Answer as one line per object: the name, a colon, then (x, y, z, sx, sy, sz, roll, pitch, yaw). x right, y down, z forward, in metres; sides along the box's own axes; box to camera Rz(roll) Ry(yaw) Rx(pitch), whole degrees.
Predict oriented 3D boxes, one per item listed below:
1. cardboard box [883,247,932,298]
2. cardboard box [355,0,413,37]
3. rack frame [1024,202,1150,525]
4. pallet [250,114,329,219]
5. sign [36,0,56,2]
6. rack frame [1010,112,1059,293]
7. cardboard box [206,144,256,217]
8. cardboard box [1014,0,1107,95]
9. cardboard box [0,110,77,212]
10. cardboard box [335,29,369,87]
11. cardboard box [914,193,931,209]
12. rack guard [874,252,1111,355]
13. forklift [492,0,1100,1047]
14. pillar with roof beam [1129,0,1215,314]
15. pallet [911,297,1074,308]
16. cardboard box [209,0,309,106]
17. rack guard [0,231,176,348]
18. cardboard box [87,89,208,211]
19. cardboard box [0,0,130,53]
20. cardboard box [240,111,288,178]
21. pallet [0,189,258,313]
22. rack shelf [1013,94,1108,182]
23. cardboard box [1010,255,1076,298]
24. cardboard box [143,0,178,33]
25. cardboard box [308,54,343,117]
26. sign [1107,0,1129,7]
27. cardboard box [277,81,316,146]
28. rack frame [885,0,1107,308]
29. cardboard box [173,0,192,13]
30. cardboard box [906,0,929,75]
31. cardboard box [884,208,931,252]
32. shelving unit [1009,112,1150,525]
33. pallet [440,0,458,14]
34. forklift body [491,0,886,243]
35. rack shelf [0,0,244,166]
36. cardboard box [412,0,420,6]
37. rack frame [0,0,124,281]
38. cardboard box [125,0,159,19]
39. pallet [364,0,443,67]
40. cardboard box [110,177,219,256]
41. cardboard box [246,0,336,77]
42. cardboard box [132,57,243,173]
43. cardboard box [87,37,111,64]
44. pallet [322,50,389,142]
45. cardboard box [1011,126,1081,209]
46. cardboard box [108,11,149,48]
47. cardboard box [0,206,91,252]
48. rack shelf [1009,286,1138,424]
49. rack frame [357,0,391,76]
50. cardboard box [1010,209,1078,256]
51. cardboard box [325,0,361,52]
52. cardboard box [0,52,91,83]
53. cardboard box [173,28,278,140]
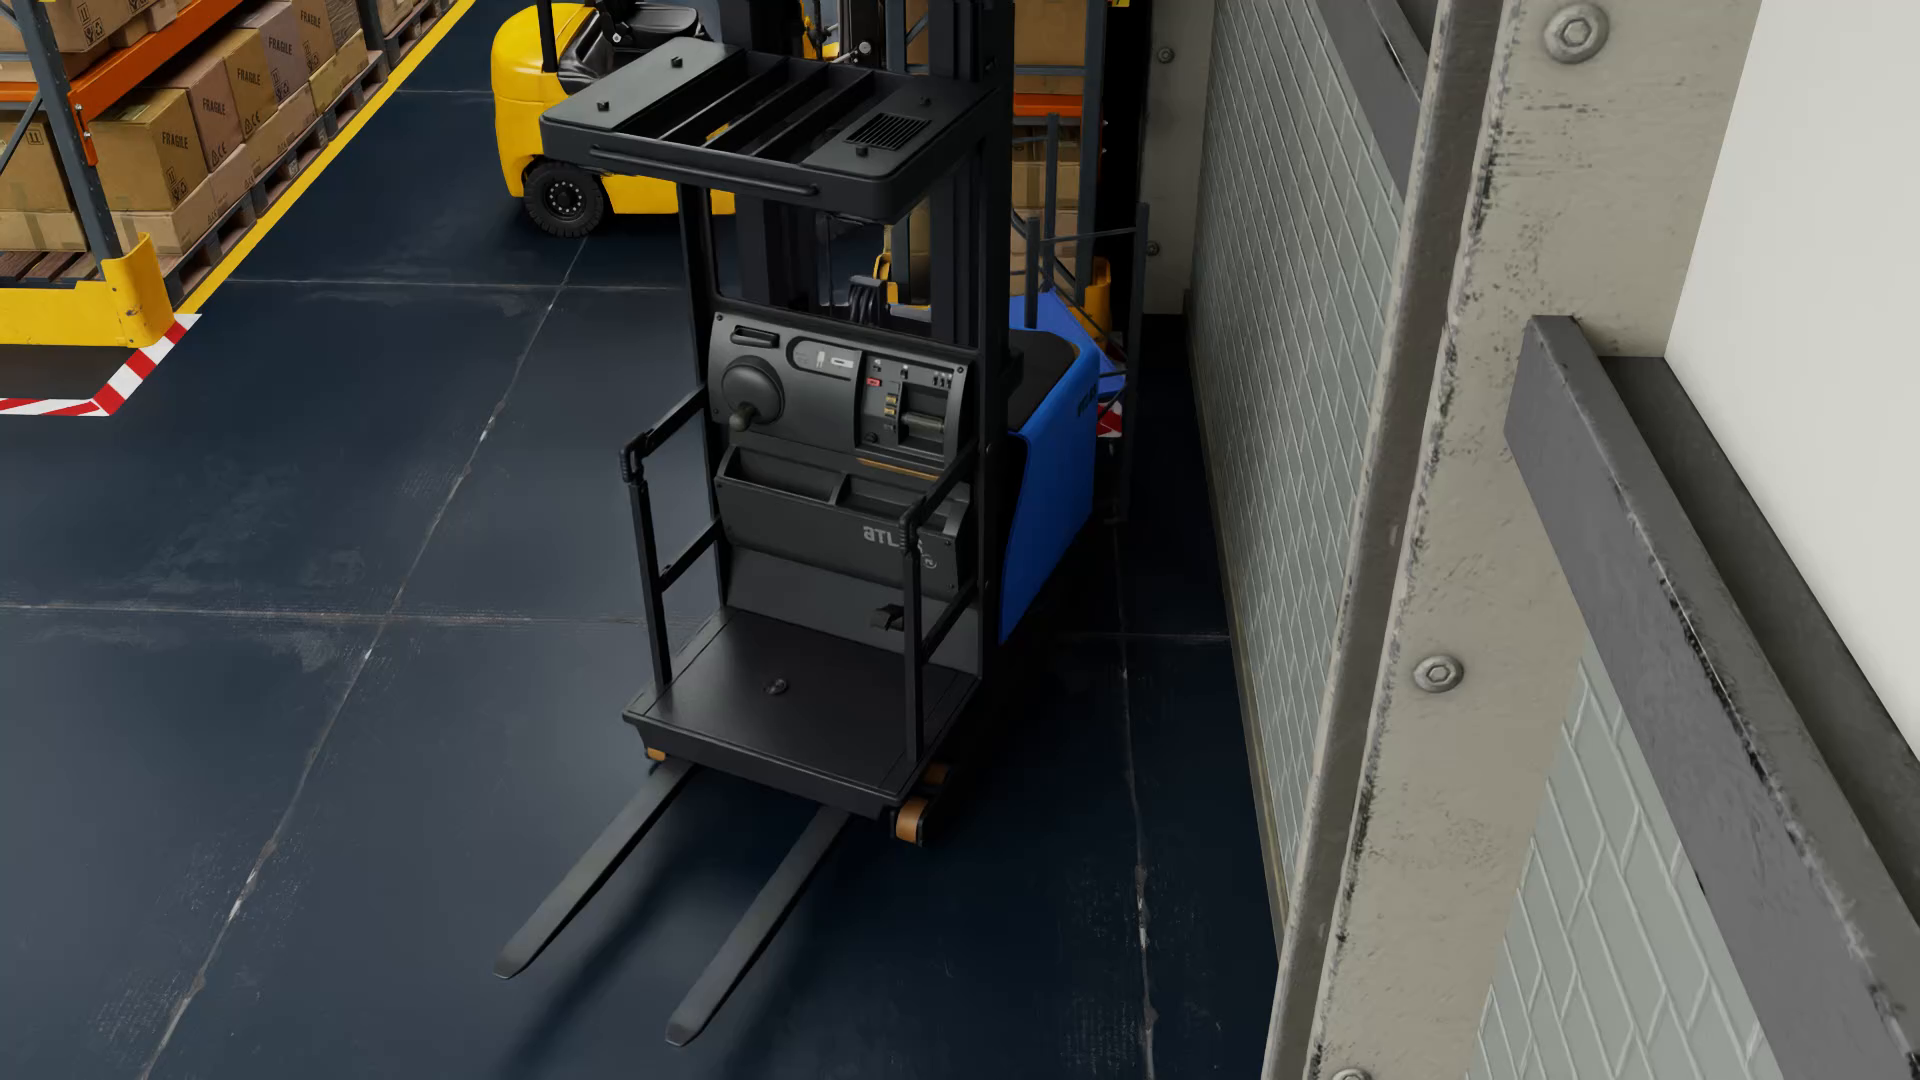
cardboard box: (-0.134, -1.509, 8.814, 0.500, 0.250, 0.500, 2, 35, 2)
cardboard box: (-4.618, -3.993, 12.244, 0.950, 0.372, 0.625, 2, 35, 2)
rack frame: (0.500, -0.664, 6.891, 0.500, 1.500, 0.032, -10, 36, -14)
pallet: (-4.674, -2.365, 10.431, 1.003, 0.211, 1.213, 1, 35, 2)
sign: (-4.255, -2.639, 7.643, 0.100, 0.325, 0.005, 1, 35, 2)
rack frame: (0.192, -1.221, 7.683, 0.500, 1.500, 0.032, -10, 36, -14)
cardboard box: (-4.460, -2.094, 9.647, 0.500, 0.250, 0.500, 3, 35, 4)
cardboard box: (0.460, -2.504, 8.117, 0.500, 0.500, 0.500, 2, 35, 3)
cardboard box: (-5.025, -2.117, 9.028, 0.500, 0.500, 0.500, 2, 35, 2)
cardboard box: (-4.392, -3.296, 11.358, 0.500, 0.250, 0.500, 3, 35, 4)
cardboard box: (-0.130, -1.912, 8.519, 0.500, 0.250, 0.500, 2, 35, 3)
rack guard: (0.162, -1.148, 8.449, 1.175, 0.500, 0.348, 1, 35, 2)
forklift: (-0.495, -0.432, 5.315, 1.130, 2.935, 3.031, 14, 38, 19)
pillar with roof beam: (-3.210, -5.118, 6.706, 9.100, 9.000, 0.400, 1, 35, 2)
pallet: (0.152, -1.484, 9.178, 1.003, 0.211, 1.213, 1, 35, 2)
cardboard box: (-4.430, -3.017, 10.309, 0.500, 0.500, 0.500, 3, 35, 4)
rack guard: (-4.794, -1.318, 8.691, 1.175, 0.500, 0.348, 1, 35, 2)
cardboard box: (-4.488, -2.122, 9.034, 0.500, 0.500, 0.500, 0, 35, 0)
cardboard box: (-4.501, -2.725, 8.174, 0.500, 0.500, 0.500, 1, 35, 1)
cardboard box: (-4.451, -2.408, 10.094, 0.500, 0.250, 0.500, 4, 35, 5)
pallet: (-4.726, -1.666, 9.437, 1.003, 0.211, 1.213, 1, 35, 2)
rack shelf: (0.243, -3.039, 9.592, 1.077, 0.370, 4.000, 1, 35, 2)
cardboard box: (0.378, -1.509, 8.815, 0.500, 0.250, 0.500, 1, 35, 2)
cardboard box: (-4.433, -2.825, 8.880, 0.380, 0.149, 0.250, 2, 35, 3)
cardboard box: (-4.403, -2.990, 10.922, 0.500, 0.250, 0.500, 0, 35, 1)
sign: (0.717, -2.555, 7.455, 0.100, 0.325, 0.005, 1, 35, 2)
cardboard box: (-4.428, -2.698, 10.506, 0.500, 0.250, 0.500, 2, 35, 3)
rack frame: (0.163, -2.185, 7.750, 1.000, 3.000, 0.127, 1, 35, 2)
cardboard box: (-4.456, -2.975, 9.093, 0.380, 0.149, 0.250, 2, 35, 3)
cardboard box: (-0.080, -2.514, 8.132, 0.500, 0.500, 0.500, 1, 35, 1)
cardboard box: (-0.130, -1.723, 8.684, 0.500, 0.250, 0.500, 1, 35, 1)
shelving unit: (0.346, -0.943, 7.287, 0.538, 1.500, 1.048, -10, 36, -14)
pallet: (-4.560, -4.605, 13.618, 1.003, 0.211, 1.213, 1, 35, 2)
forklift body: (-1.584, -2.969, 9.604, 2.313, 2.155, 1.214, 1, 35, 2)
rack shelf: (-4.717, -3.152, 9.752, 1.077, 0.370, 4.000, 1, 35, 2)
cardboard box: (-4.592, -4.407, 12.831, 0.950, 0.372, 0.625, 3, 35, 5)
rack frame: (-4.797, -2.297, 7.910, 1.000, 3.000, 0.127, 1, 35, 2)
cardboard box: (-4.483, -3.023, 8.597, 0.500, 0.500, 0.500, 2, 35, 3)
pallet: (-4.607, -3.902, 12.618, 1.003, 0.211, 1.213, 1, 35, 2)
cardboard box: (-4.488, -1.801, 9.230, 0.500, 0.250, 0.500, 1, 35, 1)
cardboard box: (-4.411, -3.311, 10.726, 0.500, 0.500, 0.500, 2, 35, 3)
cardboard box: (-4.471, -2.422, 9.461, 0.500, 0.500, 0.500, 0, 35, 0)
cardboard box: (-4.581, -2.530, 8.460, 0.380, 0.149, 0.250, 2, 35, 3)
pallet: (-4.628, -3.068, 11.431, 1.003, 0.211, 1.213, 1, 35, 2)
cardboard box: (0.371, -1.912, 8.519, 0.500, 0.250, 0.500, 1, 35, 1)
cardboard box: (-4.489, -2.681, 8.674, 0.380, 0.149, 0.250, 0, 35, 0)
cardboard box: (-5.032, -1.828, 9.269, 0.500, 0.250, 0.500, 1, 35, 2)
rack shelf: (0.346, -0.796, 7.390, 0.538, 0.185, 1.000, -10, 36, -14)
rack frame: (-4.636, -4.595, 11.180, 1.000, 3.000, 0.127, 1, 35, 2)
cardboard box: (0.389, -1.701, 8.653, 0.500, 0.250, 0.500, 2, 35, 3)
cardboard box: (-4.392, -3.603, 11.142, 0.500, 0.500, 0.500, 1, 35, 1)
cardboard box: (-4.577, -2.385, 8.253, 0.380, 0.149, 0.250, 1, 35, 2)
cardboard box: (-4.443, -2.710, 9.871, 0.500, 0.500, 0.500, 2, 35, 3)
